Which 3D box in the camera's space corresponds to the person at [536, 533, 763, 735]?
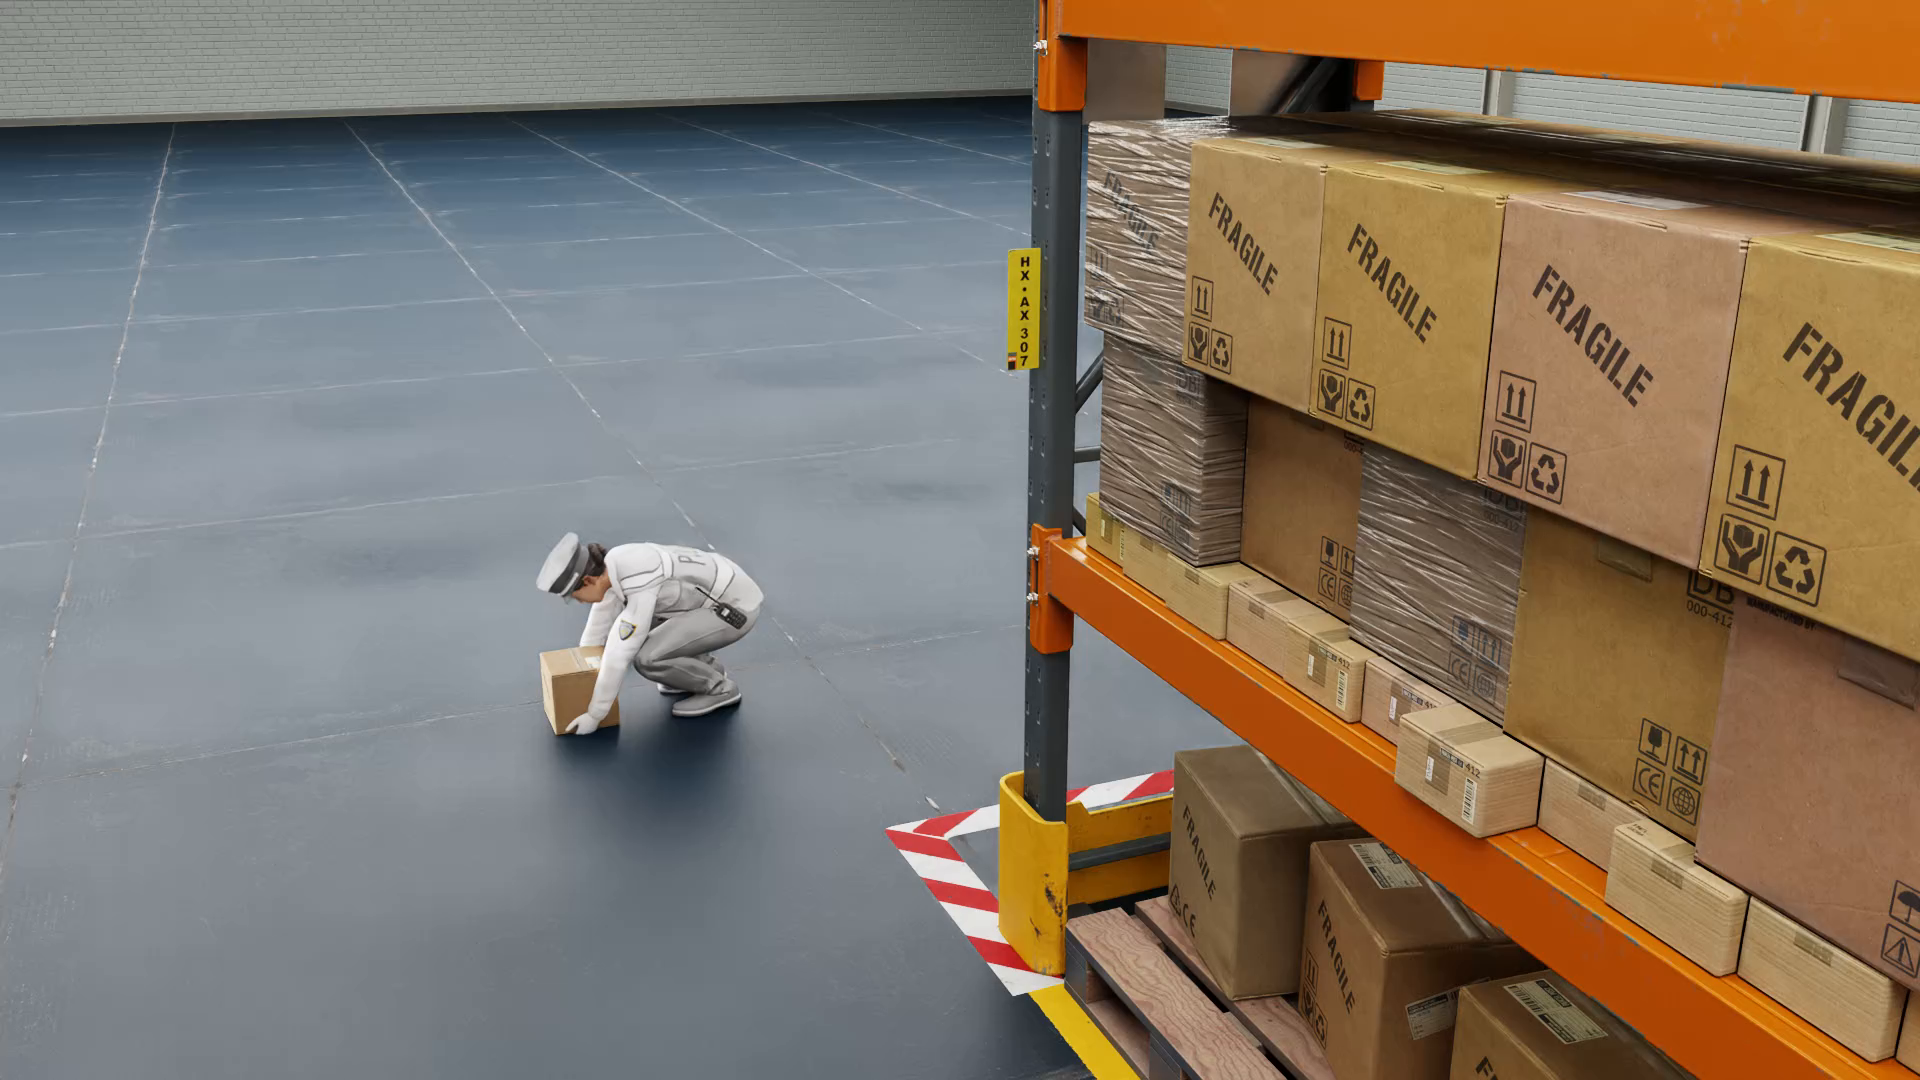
[{"bbox_3d":[-1.216,0.334,6.571,0.886,0.853,0.473,-8,21,-22],"label":"person"}]
